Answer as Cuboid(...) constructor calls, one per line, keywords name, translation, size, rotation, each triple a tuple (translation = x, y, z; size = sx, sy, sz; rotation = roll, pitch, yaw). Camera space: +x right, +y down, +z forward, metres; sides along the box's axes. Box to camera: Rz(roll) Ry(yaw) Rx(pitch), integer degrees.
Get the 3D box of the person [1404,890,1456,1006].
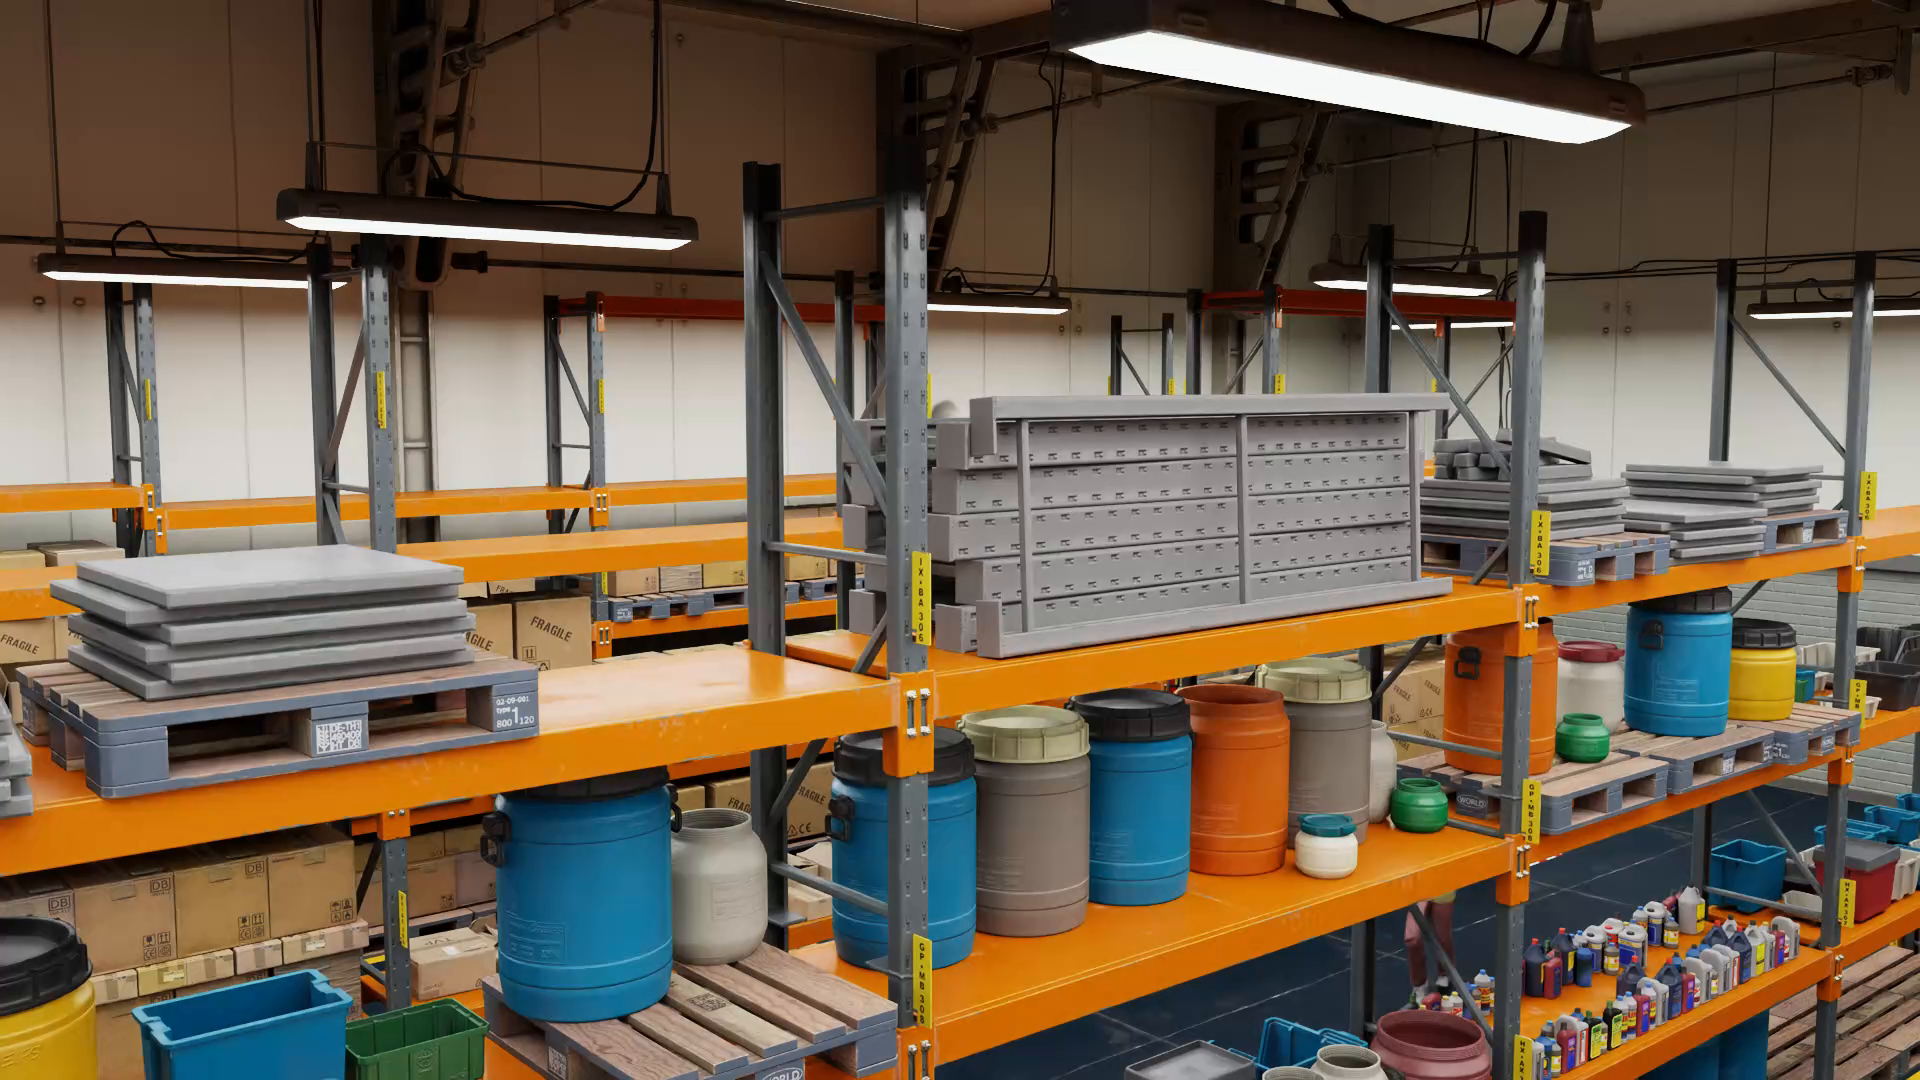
Cuboid(name="person", translation=(3.963, 3.003, 13.873), size=(0.551, 1.706, 0.762), rotation=(4, 7, 34))
